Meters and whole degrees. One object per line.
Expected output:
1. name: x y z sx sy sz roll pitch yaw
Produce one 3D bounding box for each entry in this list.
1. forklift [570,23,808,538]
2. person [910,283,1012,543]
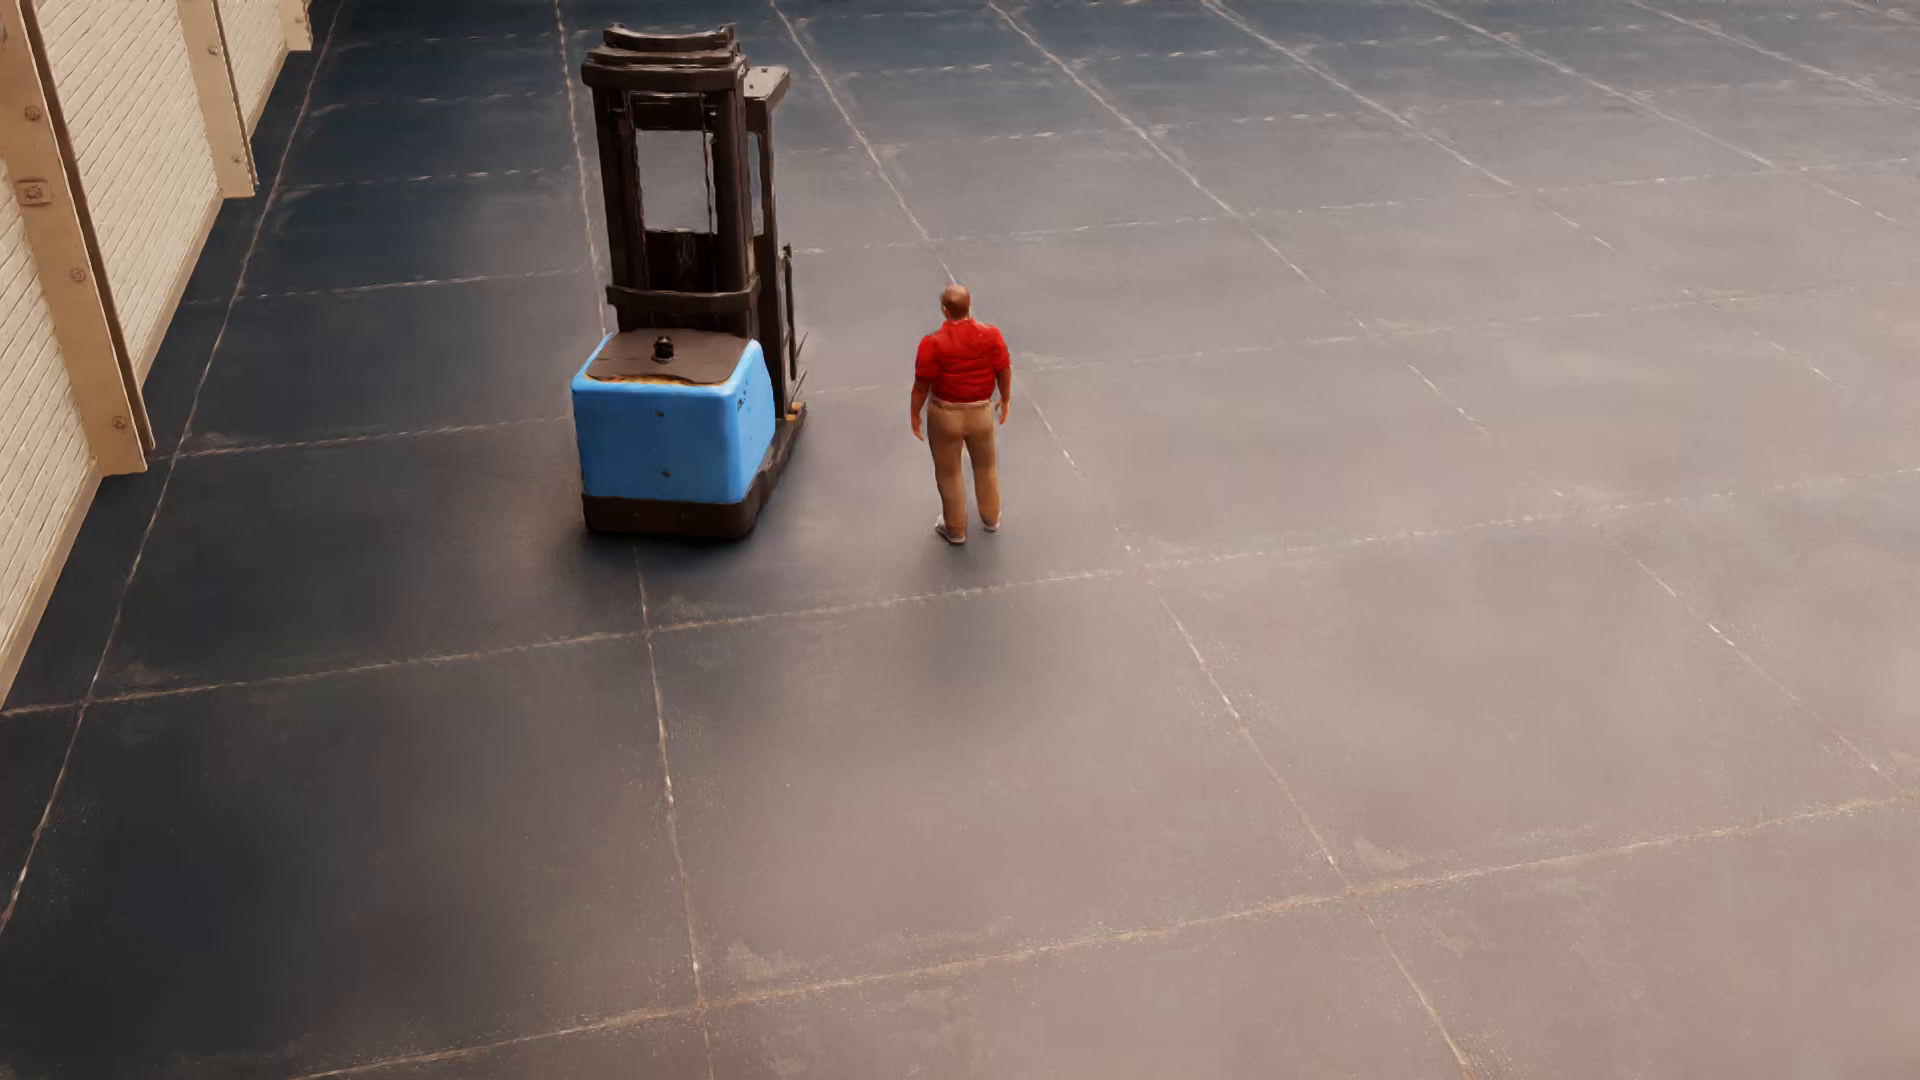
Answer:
1. forklift: -1.694 -1.997 11.023 1.130 2.935 3.031 3 30 6
2. person: -0.009 -0.799 10.141 0.640 1.726 0.550 -7 31 -12
